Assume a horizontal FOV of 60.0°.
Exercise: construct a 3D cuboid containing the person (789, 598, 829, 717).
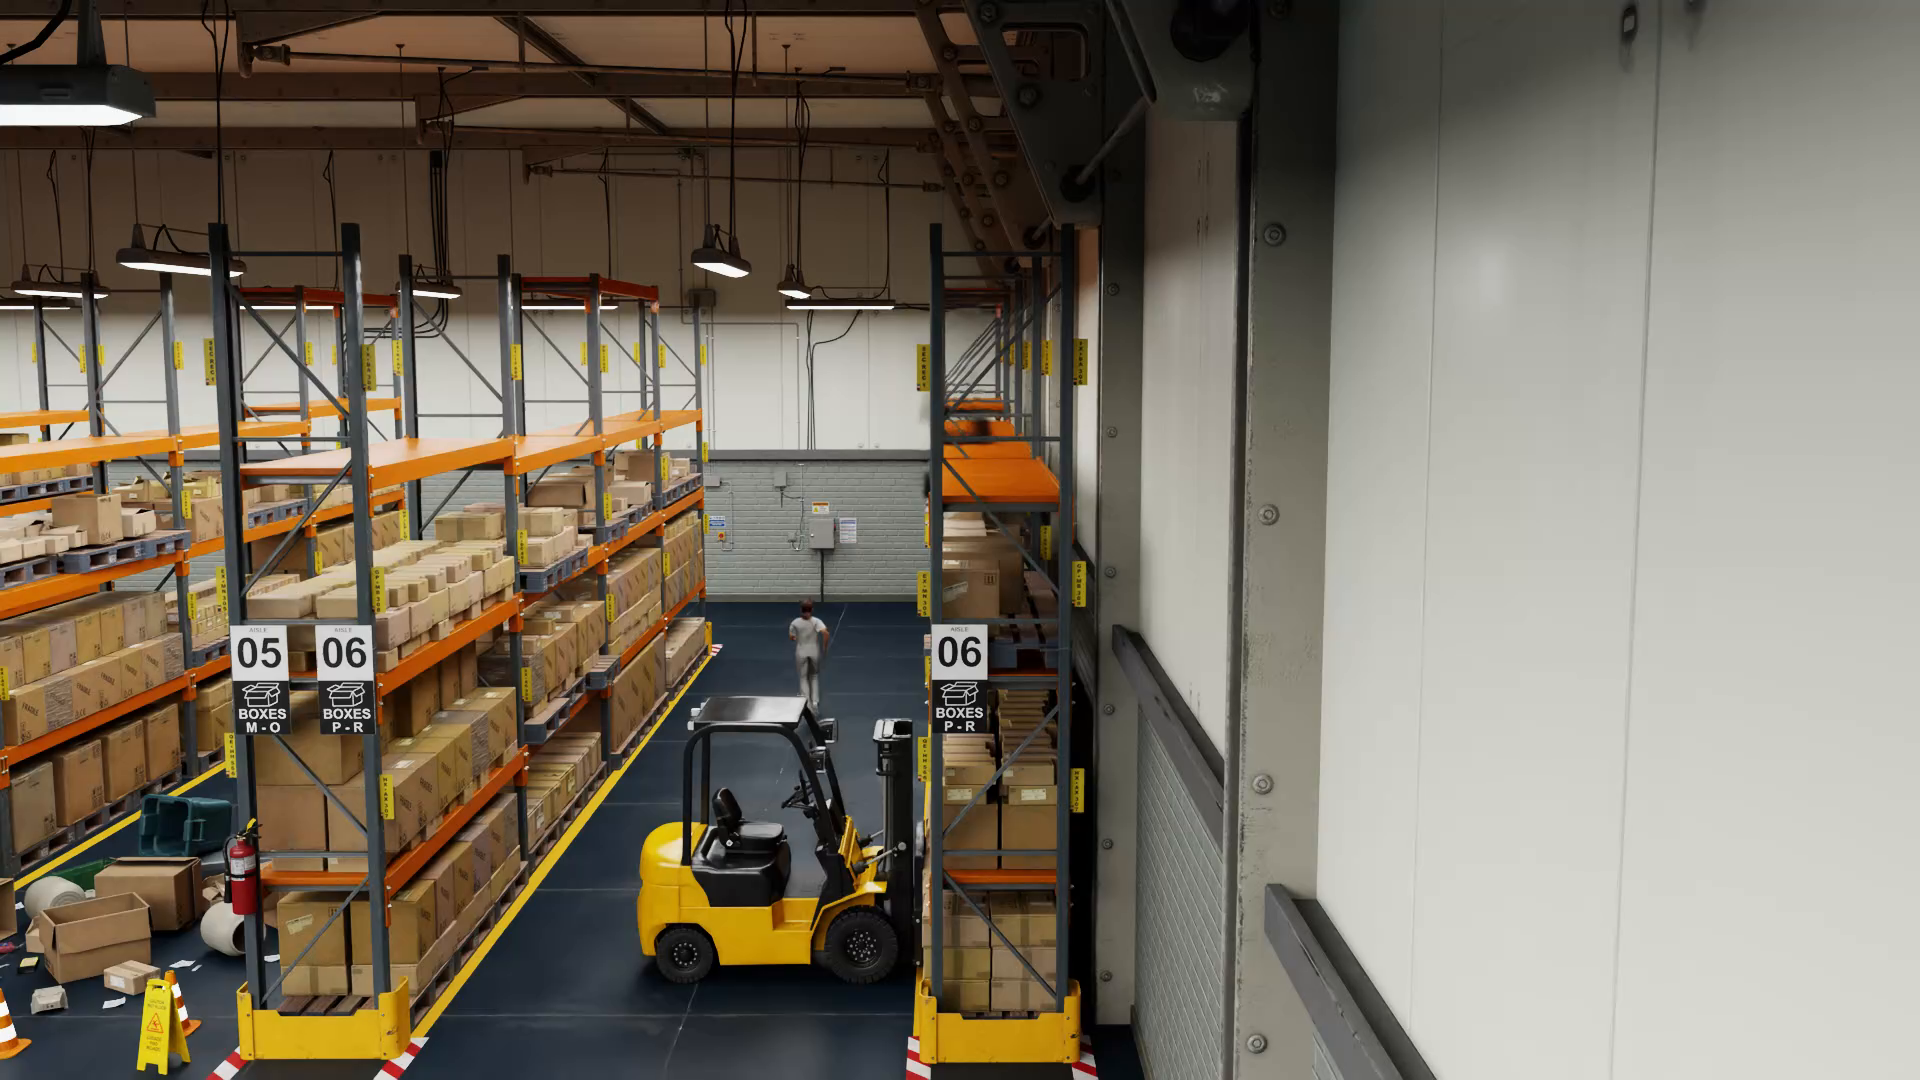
[{"bbox_3d":[-2.100,1.647,23.104,0.534,1.700,0.701,-1,7,-10],"label":"person"}]
